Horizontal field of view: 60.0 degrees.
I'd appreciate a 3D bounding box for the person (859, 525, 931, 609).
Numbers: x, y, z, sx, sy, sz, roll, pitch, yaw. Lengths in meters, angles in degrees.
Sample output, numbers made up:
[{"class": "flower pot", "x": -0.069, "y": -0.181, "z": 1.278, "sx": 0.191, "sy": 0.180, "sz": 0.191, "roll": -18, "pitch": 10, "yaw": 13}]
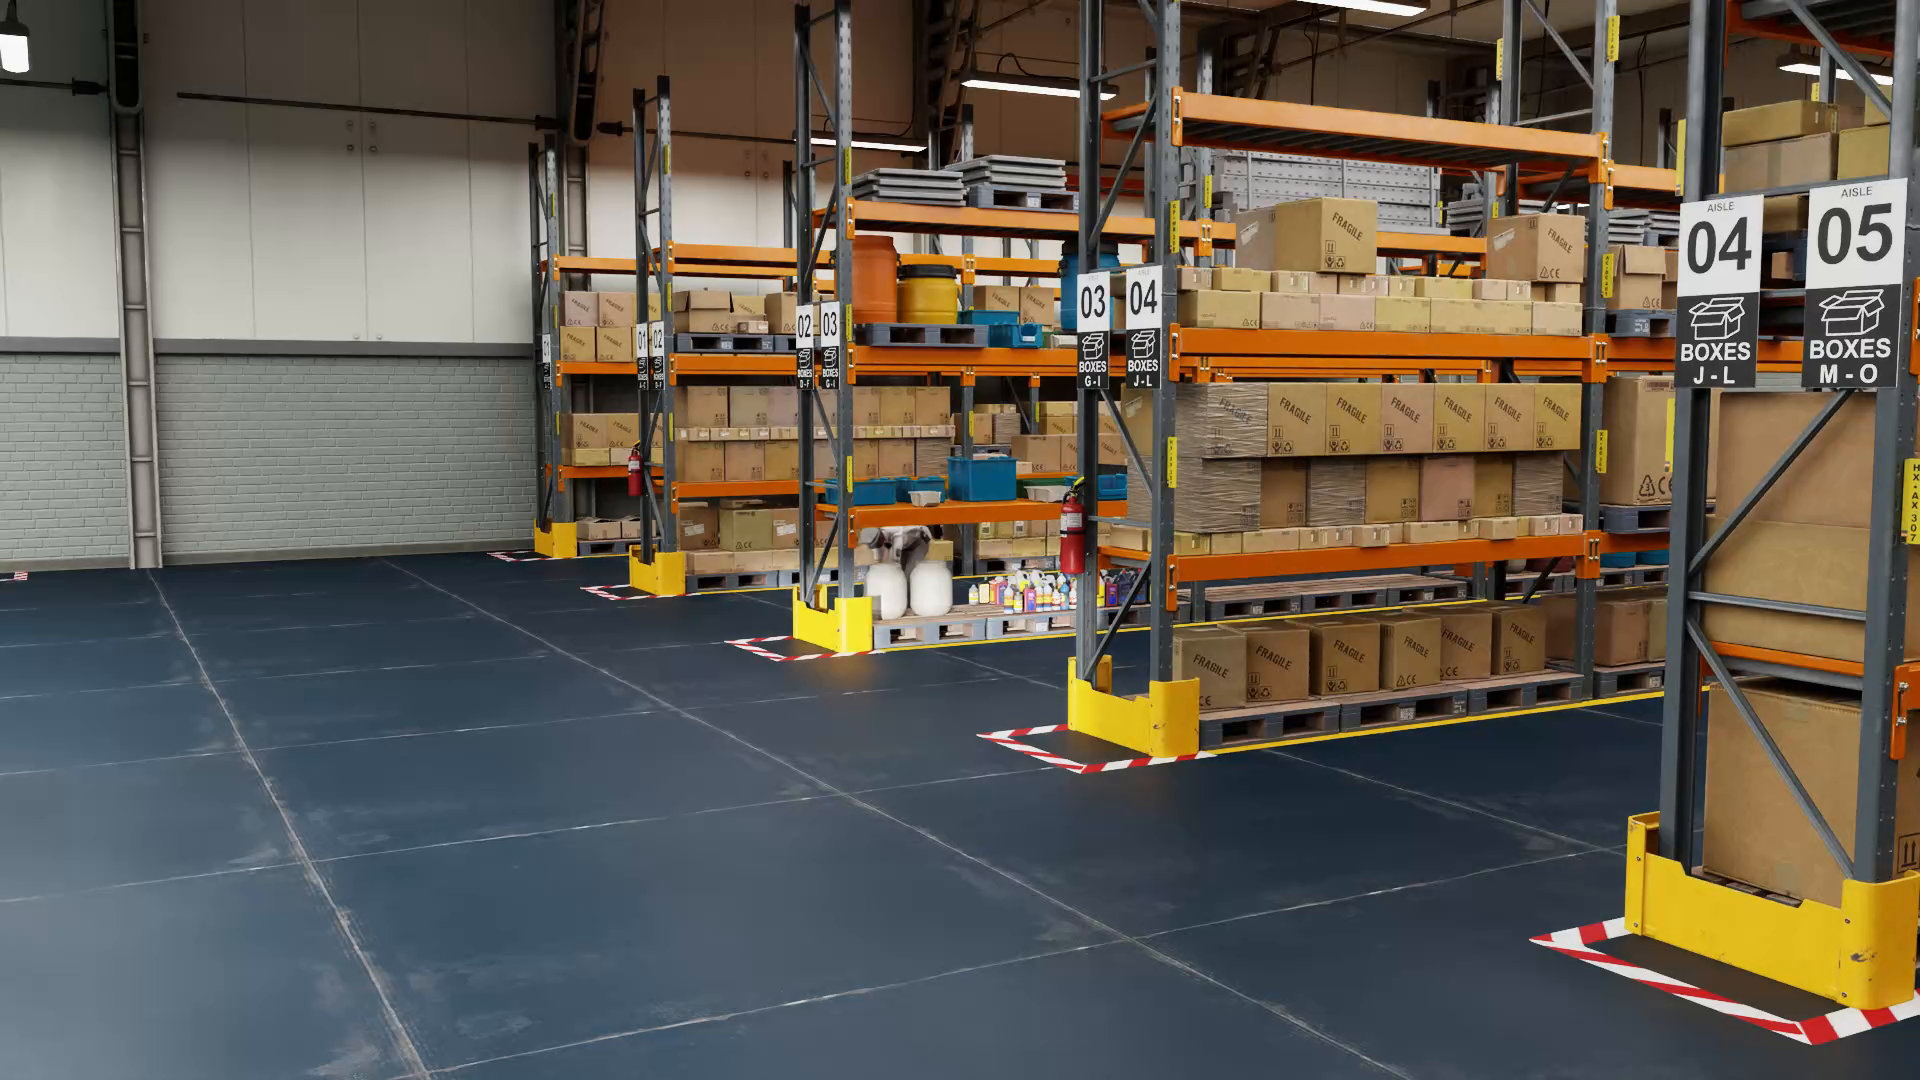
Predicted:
[{"class": "person", "x": -0.698, "y": 0.308, "z": 17.566, "sx": 0.426, "sy": 1.042, "sz": 0.940, "roll": 4, "pitch": 7, "yaw": 40}]
